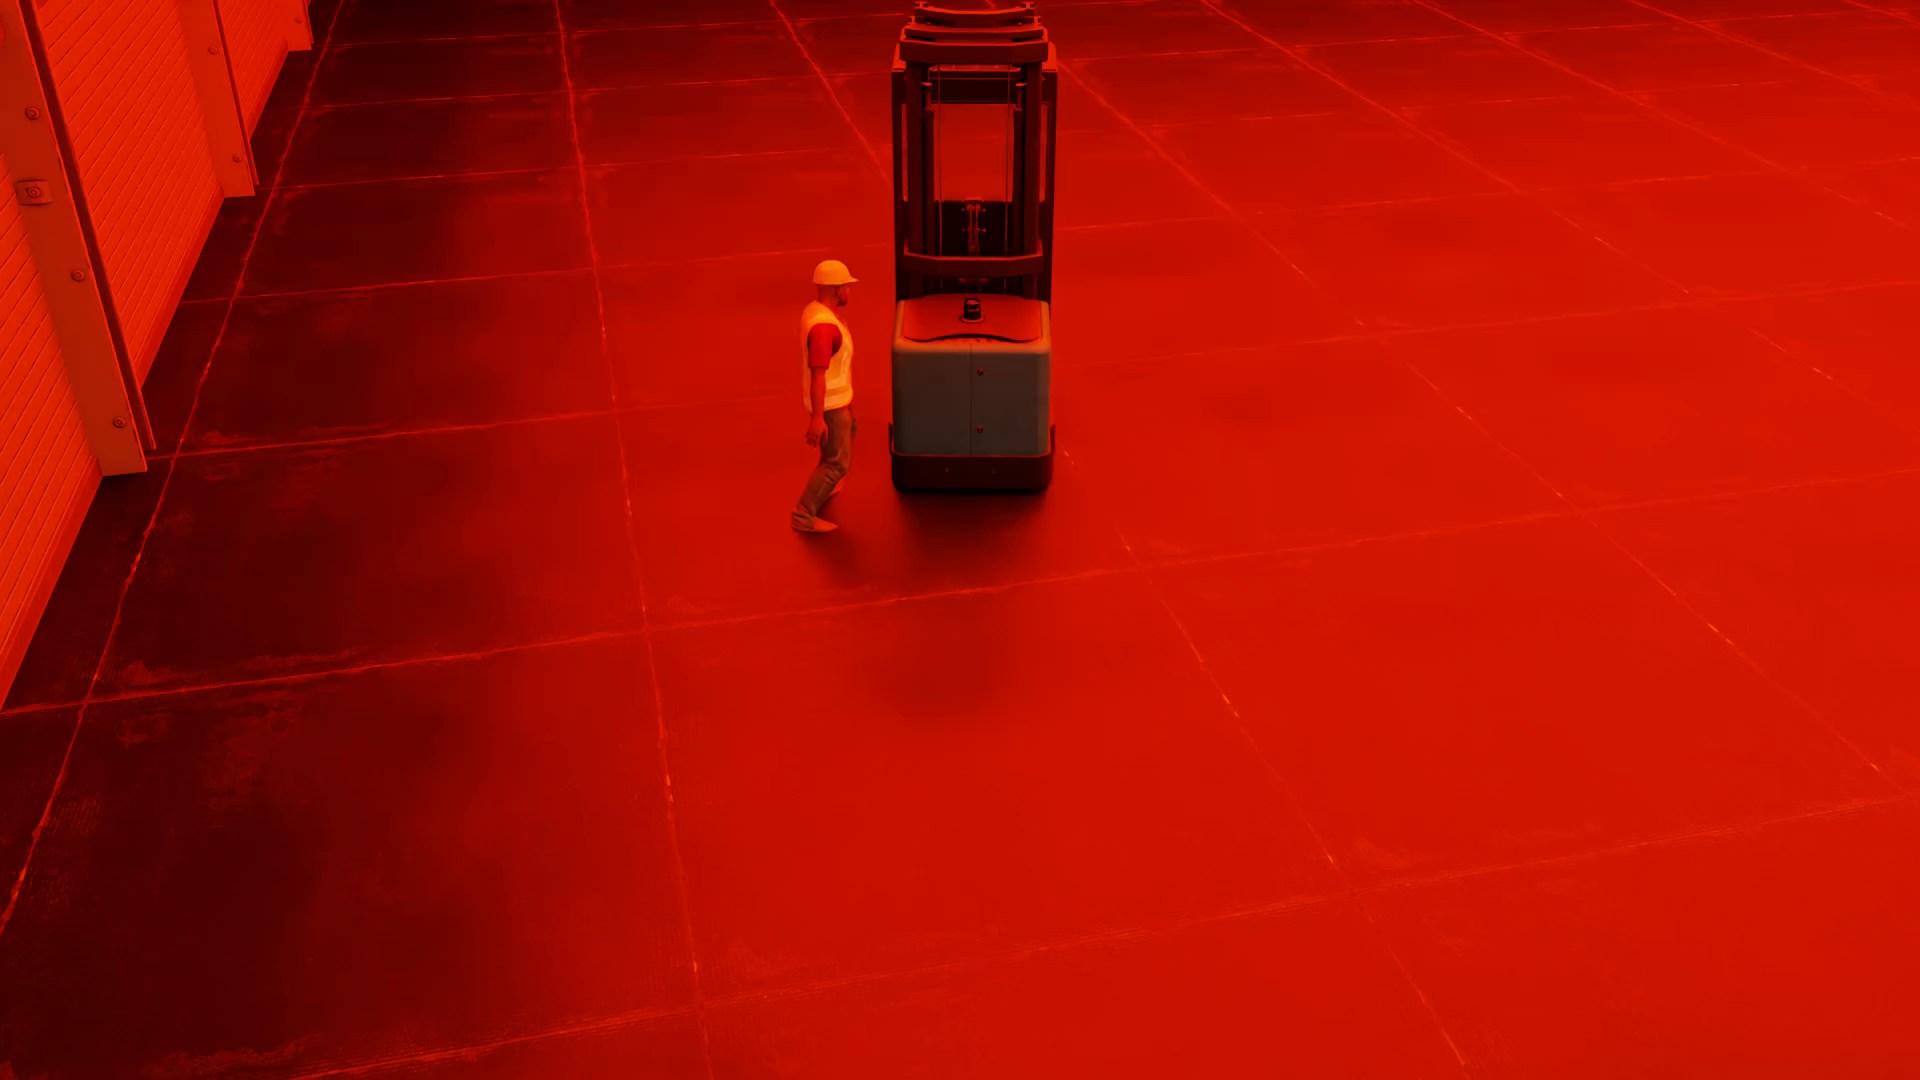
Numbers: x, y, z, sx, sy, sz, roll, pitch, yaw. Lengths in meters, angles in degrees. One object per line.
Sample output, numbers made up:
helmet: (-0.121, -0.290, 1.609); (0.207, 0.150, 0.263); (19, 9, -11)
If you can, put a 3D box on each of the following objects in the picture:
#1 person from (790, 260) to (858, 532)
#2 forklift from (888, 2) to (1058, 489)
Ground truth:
person: (-0.850, -0.868, 10.339); (0.488, 1.736, 0.905); (-3, 30, -4)
forklift: (0.099, -2.304, 11.554); (1.130, 2.935, 3.031); (1, 30, 1)
